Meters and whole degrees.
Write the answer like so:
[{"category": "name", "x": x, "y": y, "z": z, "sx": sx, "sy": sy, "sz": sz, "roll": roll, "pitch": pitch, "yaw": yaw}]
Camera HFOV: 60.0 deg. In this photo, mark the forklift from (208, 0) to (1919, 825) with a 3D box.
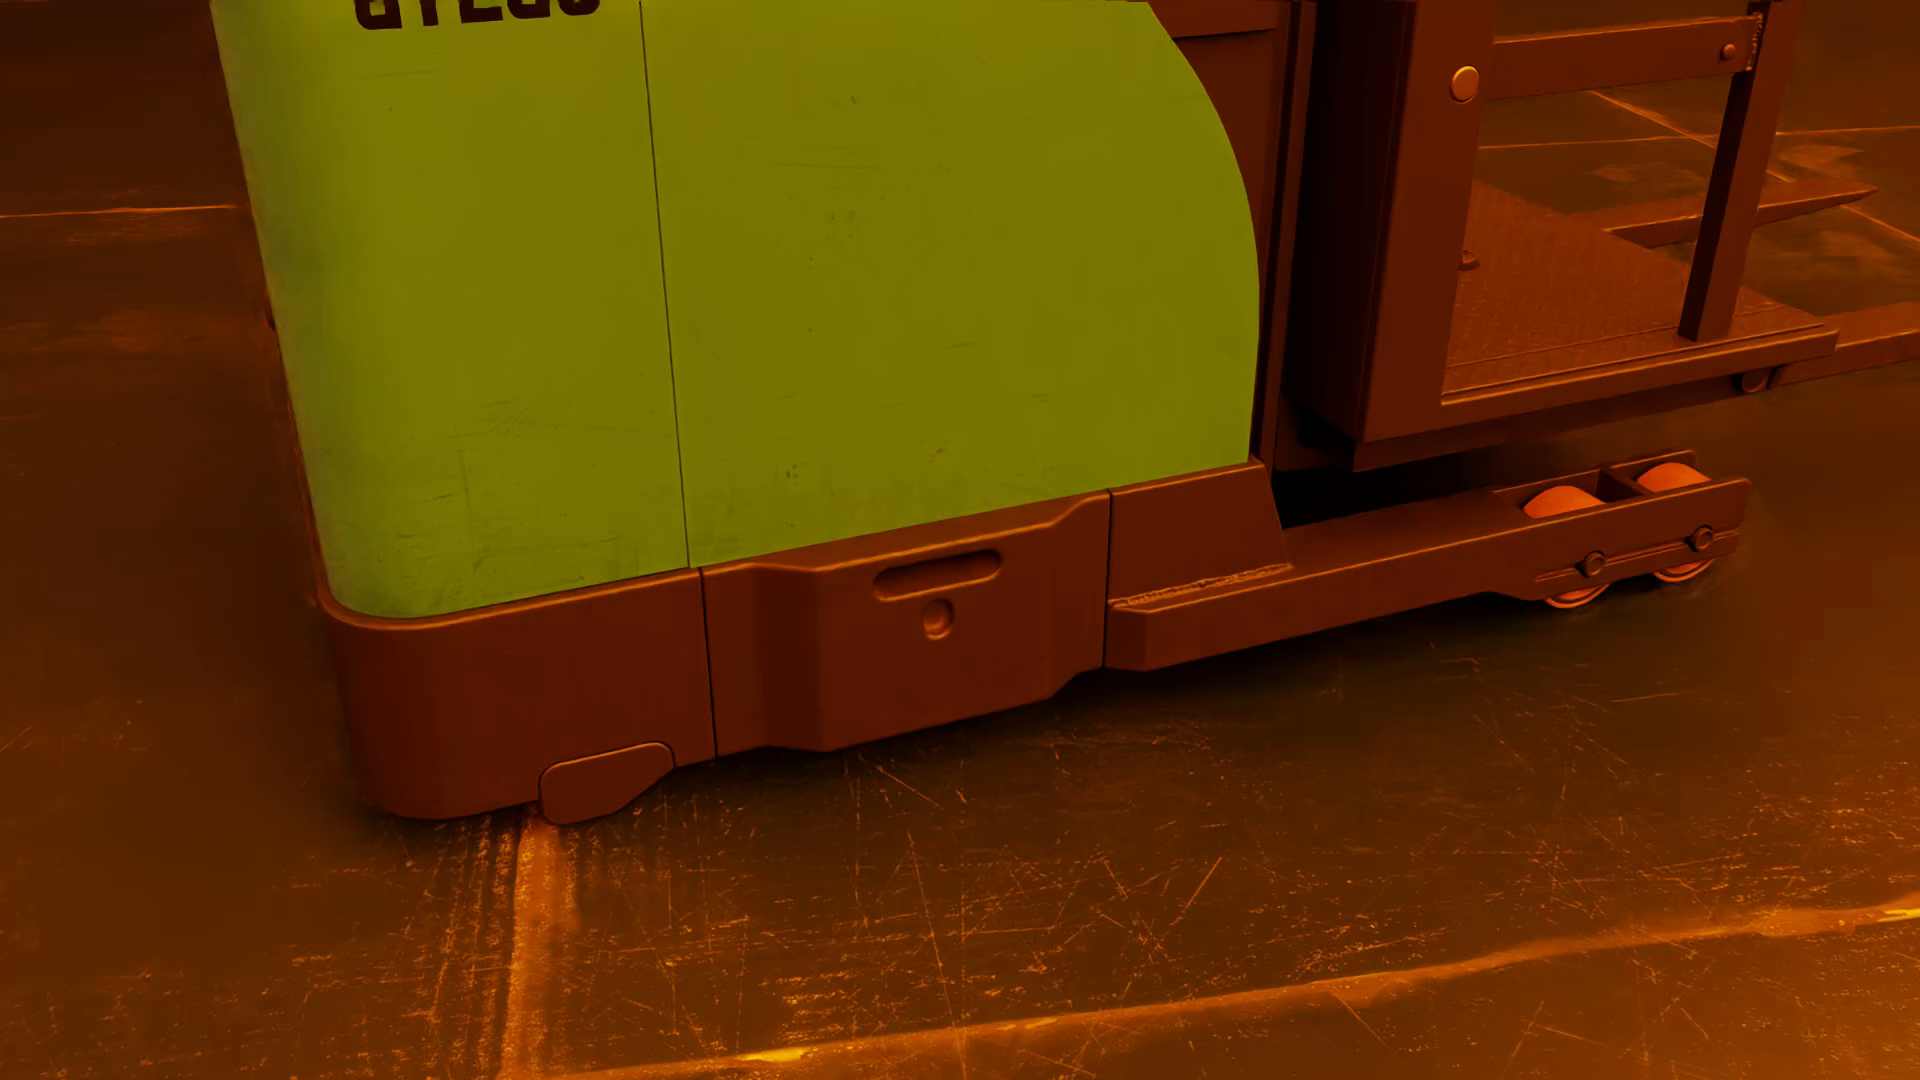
[{"category": "forklift", "x": 0.569, "y": -1.416, "z": 2.042, "sx": 3.031, "sy": 2.935, "sz": 1.130, "roll": -11, "pitch": 30, "yaw": -20}]
